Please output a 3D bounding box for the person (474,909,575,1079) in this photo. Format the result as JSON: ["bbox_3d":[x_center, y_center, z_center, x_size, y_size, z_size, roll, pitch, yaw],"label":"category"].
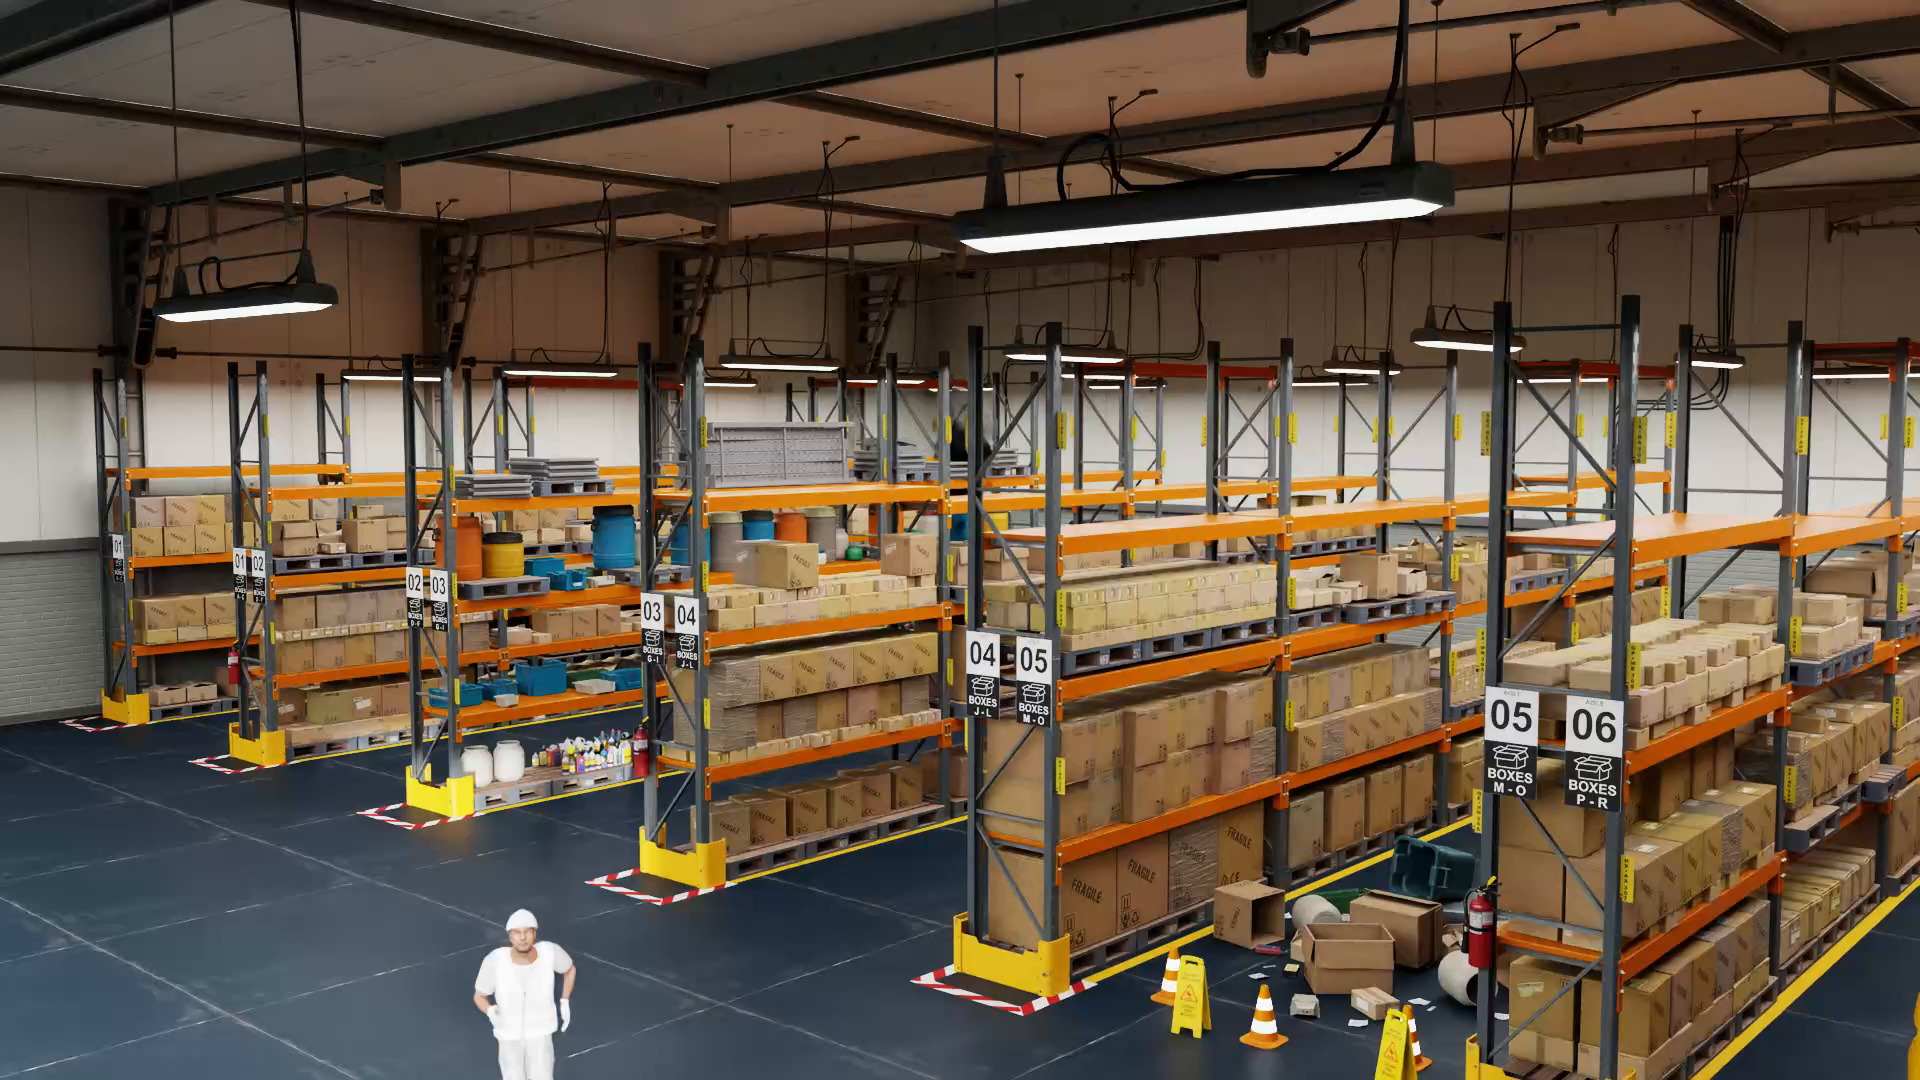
[{"bbox_3d":[-3.007,3.446,11.470,0.664,1.818,0.734,-1,4,-8],"label":"person"}]
